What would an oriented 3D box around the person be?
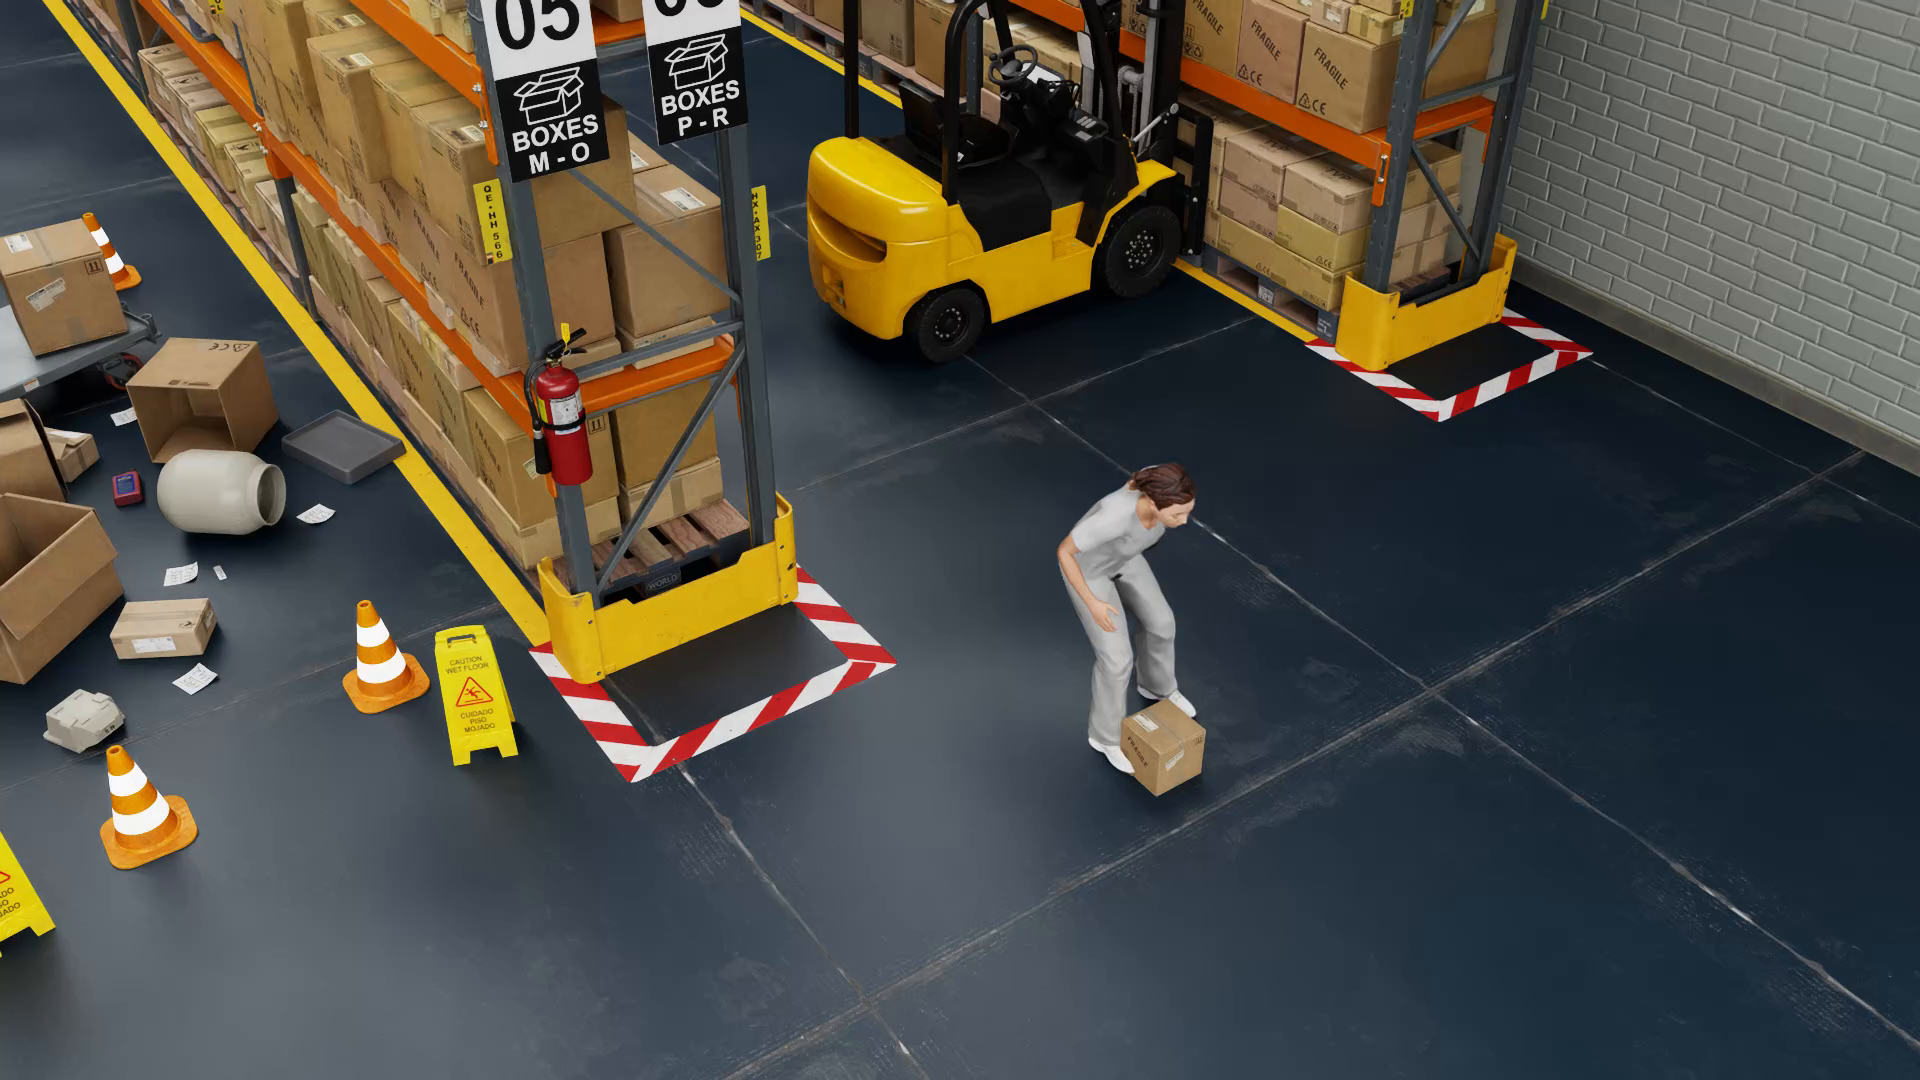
[{"bbox_3d":[0.696,0.219,6.860,0.651,1.499,0.626,-29,45,-33],"label":"person"}]
